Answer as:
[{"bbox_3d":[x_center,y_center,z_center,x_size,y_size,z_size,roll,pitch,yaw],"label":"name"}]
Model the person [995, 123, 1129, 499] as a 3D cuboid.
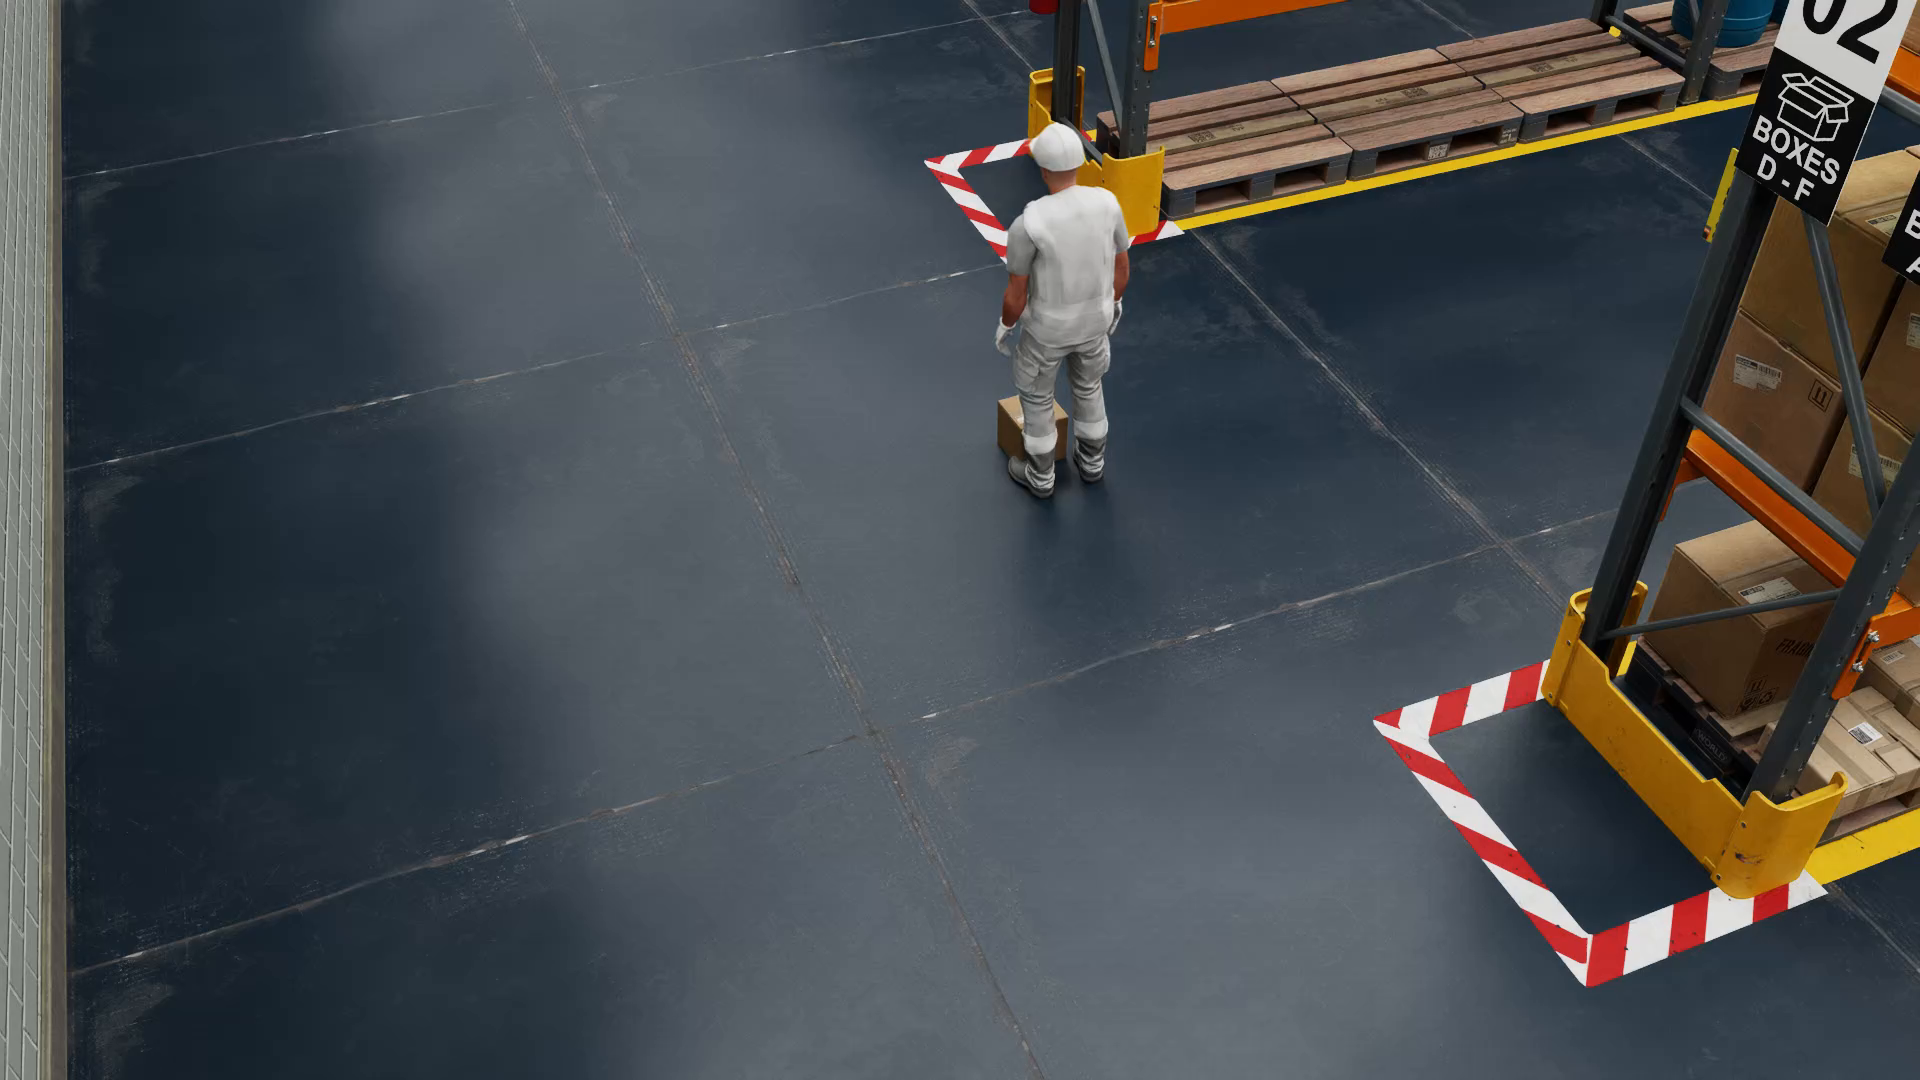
[{"bbox_3d":[0.443,-0.964,7.242,0.609,1.780,0.448,-15,44,-16],"label":"person"}]
